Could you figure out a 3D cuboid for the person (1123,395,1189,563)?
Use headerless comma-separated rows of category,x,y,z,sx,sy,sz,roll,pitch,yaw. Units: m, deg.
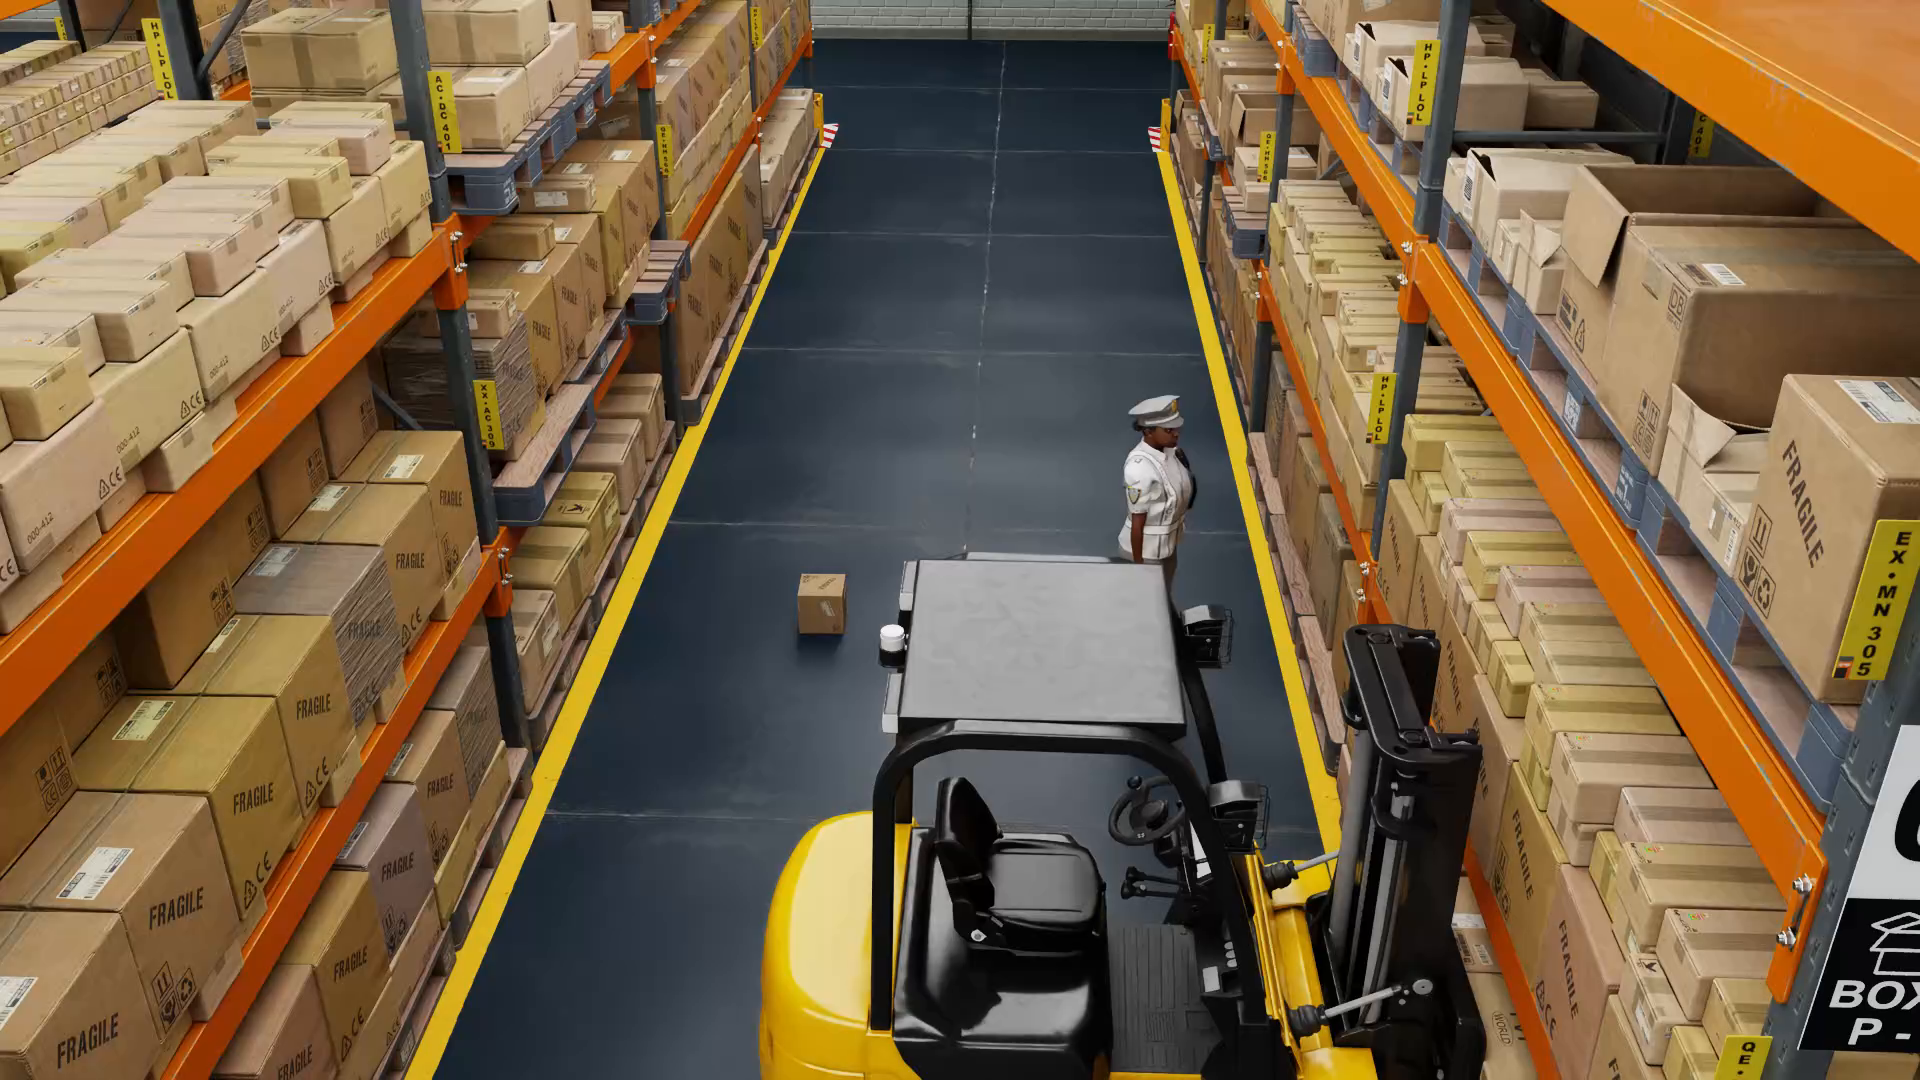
person,0.982,-0.271,8.346,0.308,0.982,0.434,13,31,22
